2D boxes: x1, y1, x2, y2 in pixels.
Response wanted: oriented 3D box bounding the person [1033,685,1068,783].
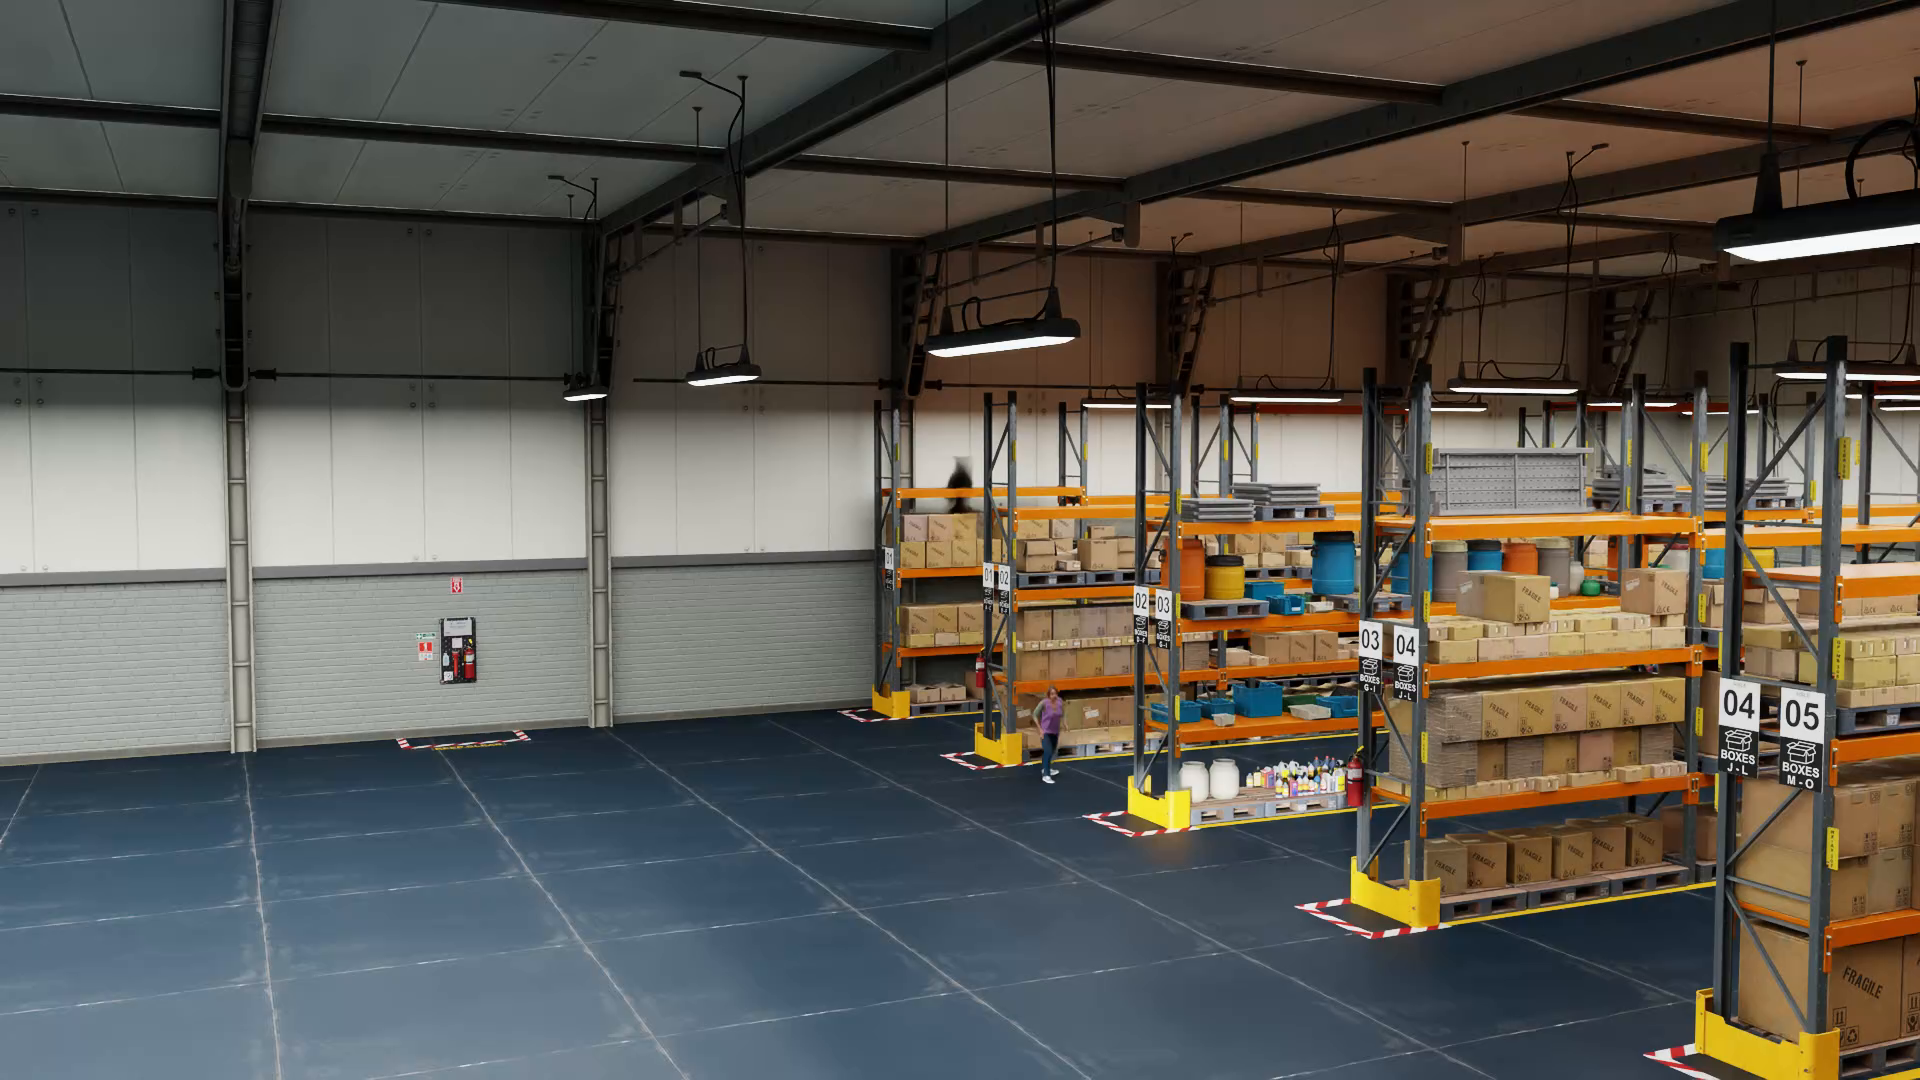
[{"bbox_3d":[1.385,2.939,25.393,0.598,1.524,0.806,-2,4,-29],"label":"person"}]
